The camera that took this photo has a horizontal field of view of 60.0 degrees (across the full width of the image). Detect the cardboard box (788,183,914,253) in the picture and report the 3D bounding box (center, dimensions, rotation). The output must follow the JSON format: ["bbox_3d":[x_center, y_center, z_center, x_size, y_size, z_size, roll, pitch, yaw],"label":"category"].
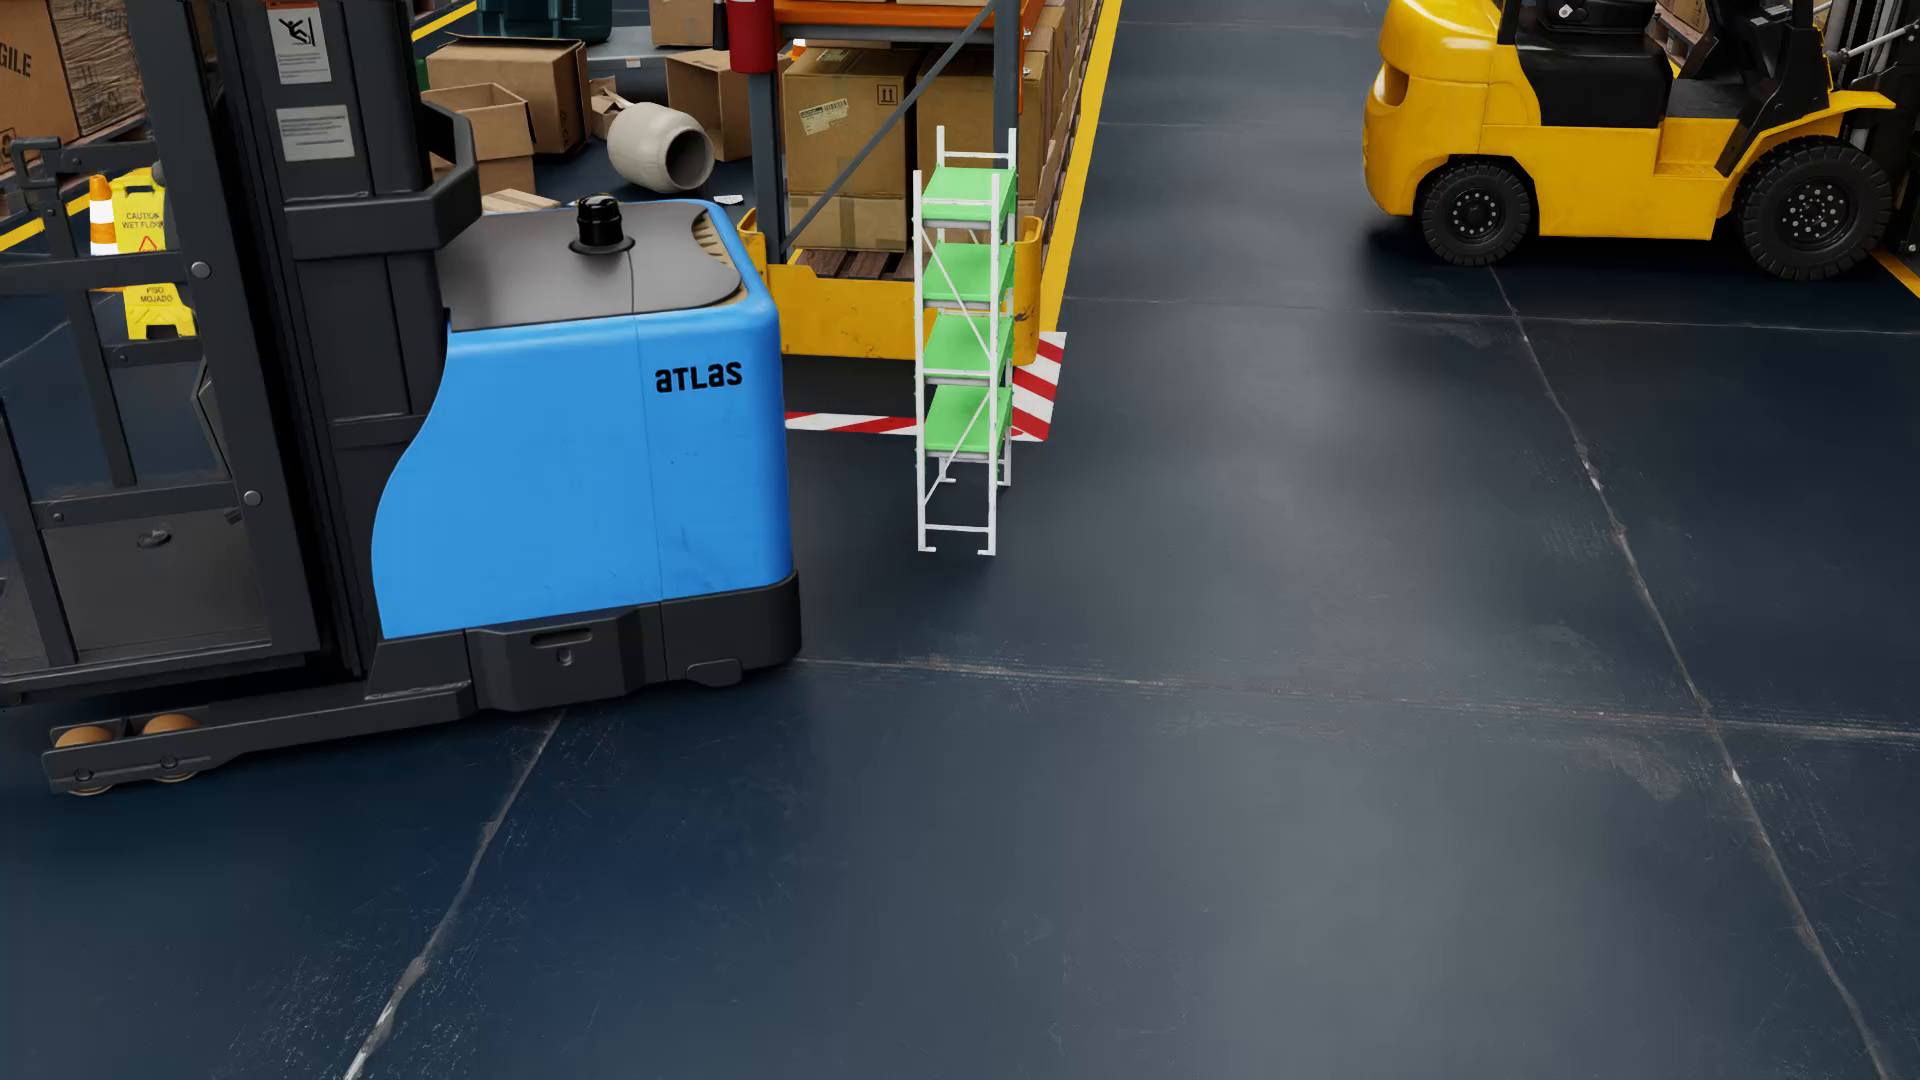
[{"bbox_3d":[-0.447,-1.459,7.251,0.500,0.250,0.500,3,28,6],"label":"cardboard box"}]

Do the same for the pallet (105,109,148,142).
[{"bbox_3d":[-4.888,-2.619,9.889,1.003,0.211,1.213,3,28,6],"label":"pallet"}]

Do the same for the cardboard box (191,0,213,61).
[{"bbox_3d":[-4.863,-3.157,9.746,0.875,0.875,0.875,4,29,7],"label":"cardboard box"}]

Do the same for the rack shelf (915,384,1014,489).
[{"bbox_3d":[0.020,-0.339,5.254,0.258,0.148,0.480,3,28,6],"label":"rack shelf"}]

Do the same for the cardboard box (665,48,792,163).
[{"bbox_3d":[-1.273,-2.435,9.240,0.500,0.500,0.500,-24,36,-37],"label":"cardboard box"}]

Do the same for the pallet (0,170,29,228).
[{"bbox_3d":[-5.187,-1.470,7.757,1.003,0.211,1.213,3,28,6],"label":"pallet"}]

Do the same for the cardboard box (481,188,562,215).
[{"bbox_3d":[-2.126,-1.556,7.981,0.380,0.149,0.250,20,34,32],"label":"cardboard box"}]

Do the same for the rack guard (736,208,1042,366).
[{"bbox_3d":[-0.273,-1.012,6.602,1.175,0.500,0.348,3,28,6],"label":"rack guard"}]

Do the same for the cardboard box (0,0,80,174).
[{"bbox_3d":[-5.084,-2.304,8.161,0.875,0.875,0.875,3,28,5],"label":"cardboard box"}]

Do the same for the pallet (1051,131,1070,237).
[{"bbox_3d":[0.014,-1.838,8.439,1.003,0.211,1.213,3,28,6],"label":"pallet"}]

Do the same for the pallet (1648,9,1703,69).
[{"bbox_3d":[5.334,-3.370,11.284,1.003,0.211,1.213,3,28,6],"label":"pallet"}]

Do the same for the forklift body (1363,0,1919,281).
[{"bbox_3d":[3.067,-2.415,7.465,2.313,2.155,1.214,3,28,6],"label":"forklift body"}]

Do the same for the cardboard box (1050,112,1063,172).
[{"bbox_3d":[0.216,-1.912,8.093,0.500,0.250,0.500,5,29,10],"label":"cardboard box"}]

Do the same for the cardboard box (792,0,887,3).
[{"bbox_3d":[-0.448,-2.155,6.352,0.380,0.149,0.250,4,29,8],"label":"cardboard box"}]

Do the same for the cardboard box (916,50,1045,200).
[{"bbox_3d":[0.094,-1.756,7.013,0.500,0.500,0.500,2,28,4],"label":"cardboard box"}]

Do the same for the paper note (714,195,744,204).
[{"bbox_3d":[-1.174,-1.735,8.438,0.142,0.019,0.148,-6,29,-11],"label":"paper note"}]

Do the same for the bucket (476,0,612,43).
[{"bbox_3d":[-2.445,-3.230,9.932,0.726,0.611,0.620,14,21,24],"label":"bucket"}]

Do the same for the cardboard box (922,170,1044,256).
[{"bbox_3d":[0.091,-1.415,7.170,0.500,0.250,0.500,3,28,6],"label":"cardboard box"}]

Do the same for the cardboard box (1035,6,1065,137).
[{"bbox_3d":[0.223,-2.238,7.908,0.500,0.500,0.500,4,29,7],"label":"cardboard box"}]

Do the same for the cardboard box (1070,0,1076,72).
[{"bbox_3d":[0.342,-2.731,8.822,0.500,0.500,0.500,4,29,7],"label":"cardboard box"}]

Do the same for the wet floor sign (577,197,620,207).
[{"bbox_3d":[-1.367,-1.013,6.450,0.267,0.644,0.232,14,31,24],"label":"wet floor sign"}]

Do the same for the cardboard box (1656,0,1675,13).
[{"bbox_3d":[5.463,-4.095,11.749,0.875,0.625,0.625,4,29,8],"label":"cardboard box"}]

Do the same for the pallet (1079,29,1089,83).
[{"bbox_3d":[0.302,-3.099,10.779,1.003,0.211,1.213,3,28,6],"label":"pallet"}]

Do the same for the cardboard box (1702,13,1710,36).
[{"bbox_3d":[5.290,-3.424,10.503,0.875,0.625,0.625,3,28,6],"label":"cardboard box"}]

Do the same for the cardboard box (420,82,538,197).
[{"bbox_3d":[-2.579,-1.952,8.342,0.797,0.503,0.637,-17,33,-29],"label":"cardboard box"}]

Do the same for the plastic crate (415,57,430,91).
[{"bbox_3d":[-3.438,-2.829,10.243,0.450,0.188,0.662,9,28,37],"label":"plastic crate"}]

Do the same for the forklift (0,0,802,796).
[{"bbox_3d":[-2.009,-0.942,3.909,3.031,2.935,1.130,-8,29,-14],"label":"forklift"}]

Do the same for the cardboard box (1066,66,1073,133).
[{"bbox_3d":[0.347,-2.389,8.978,0.500,0.250,0.500,3,28,5],"label":"cardboard box"}]

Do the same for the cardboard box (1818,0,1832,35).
[{"bbox_3d":[4.692,-2.638,8.386,0.500,0.250,0.500,3,28,6],"label":"cardboard box"}]

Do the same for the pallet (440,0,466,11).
[{"bbox_3d":[-4.398,-4.488,13.359,1.003,0.211,1.213,3,28,6],"label":"pallet"}]

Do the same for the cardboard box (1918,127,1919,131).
[{"bbox_3d":[4.509,-1.712,7.194,0.500,0.250,0.500,3,28,5],"label":"cardboard box"}]

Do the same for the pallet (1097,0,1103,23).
[{"bbox_3d":[0.601,-4.247,12.911,1.003,0.211,1.213,3,28,6],"label":"pallet"}]

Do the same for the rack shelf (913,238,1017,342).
[{"bbox_3d":[0.020,-0.761,5.027,0.258,0.148,0.480,3,28,6],"label":"rack shelf"}]

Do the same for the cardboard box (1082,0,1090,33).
[{"bbox_3d":[0.355,-3.573,11.048,0.950,0.372,0.625,5,29,9],"label":"cardboard box"}]

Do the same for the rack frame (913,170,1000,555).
[{"bbox_3d":[-0.010,-0.491,4.897,0.240,1.200,0.015,3,28,6],"label":"rack frame"}]

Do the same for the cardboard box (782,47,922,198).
[{"bbox_3d":[-0.443,-1.774,7.045,0.500,0.500,0.500,4,29,7],"label":"cardboard box"}]

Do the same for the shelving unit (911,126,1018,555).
[{"bbox_3d":[0.020,-0.606,5.110,0.258,1.200,0.503,3,28,6],"label":"shelving unit"}]

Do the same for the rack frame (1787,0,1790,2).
[{"bbox_3d":[5.135,-3.673,8.905,1.000,3.000,0.127,3,28,6],"label":"rack frame"}]

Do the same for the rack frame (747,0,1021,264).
[{"bbox_3d":[-0.282,-2.077,5.943,1.000,3.000,0.127,3,28,6],"label":"rack frame"}]

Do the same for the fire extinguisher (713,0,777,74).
[{"bbox_3d":[-0.753,-2.016,5.911,0.296,0.674,0.183,3,28,6],"label":"fire extinguisher"}]
